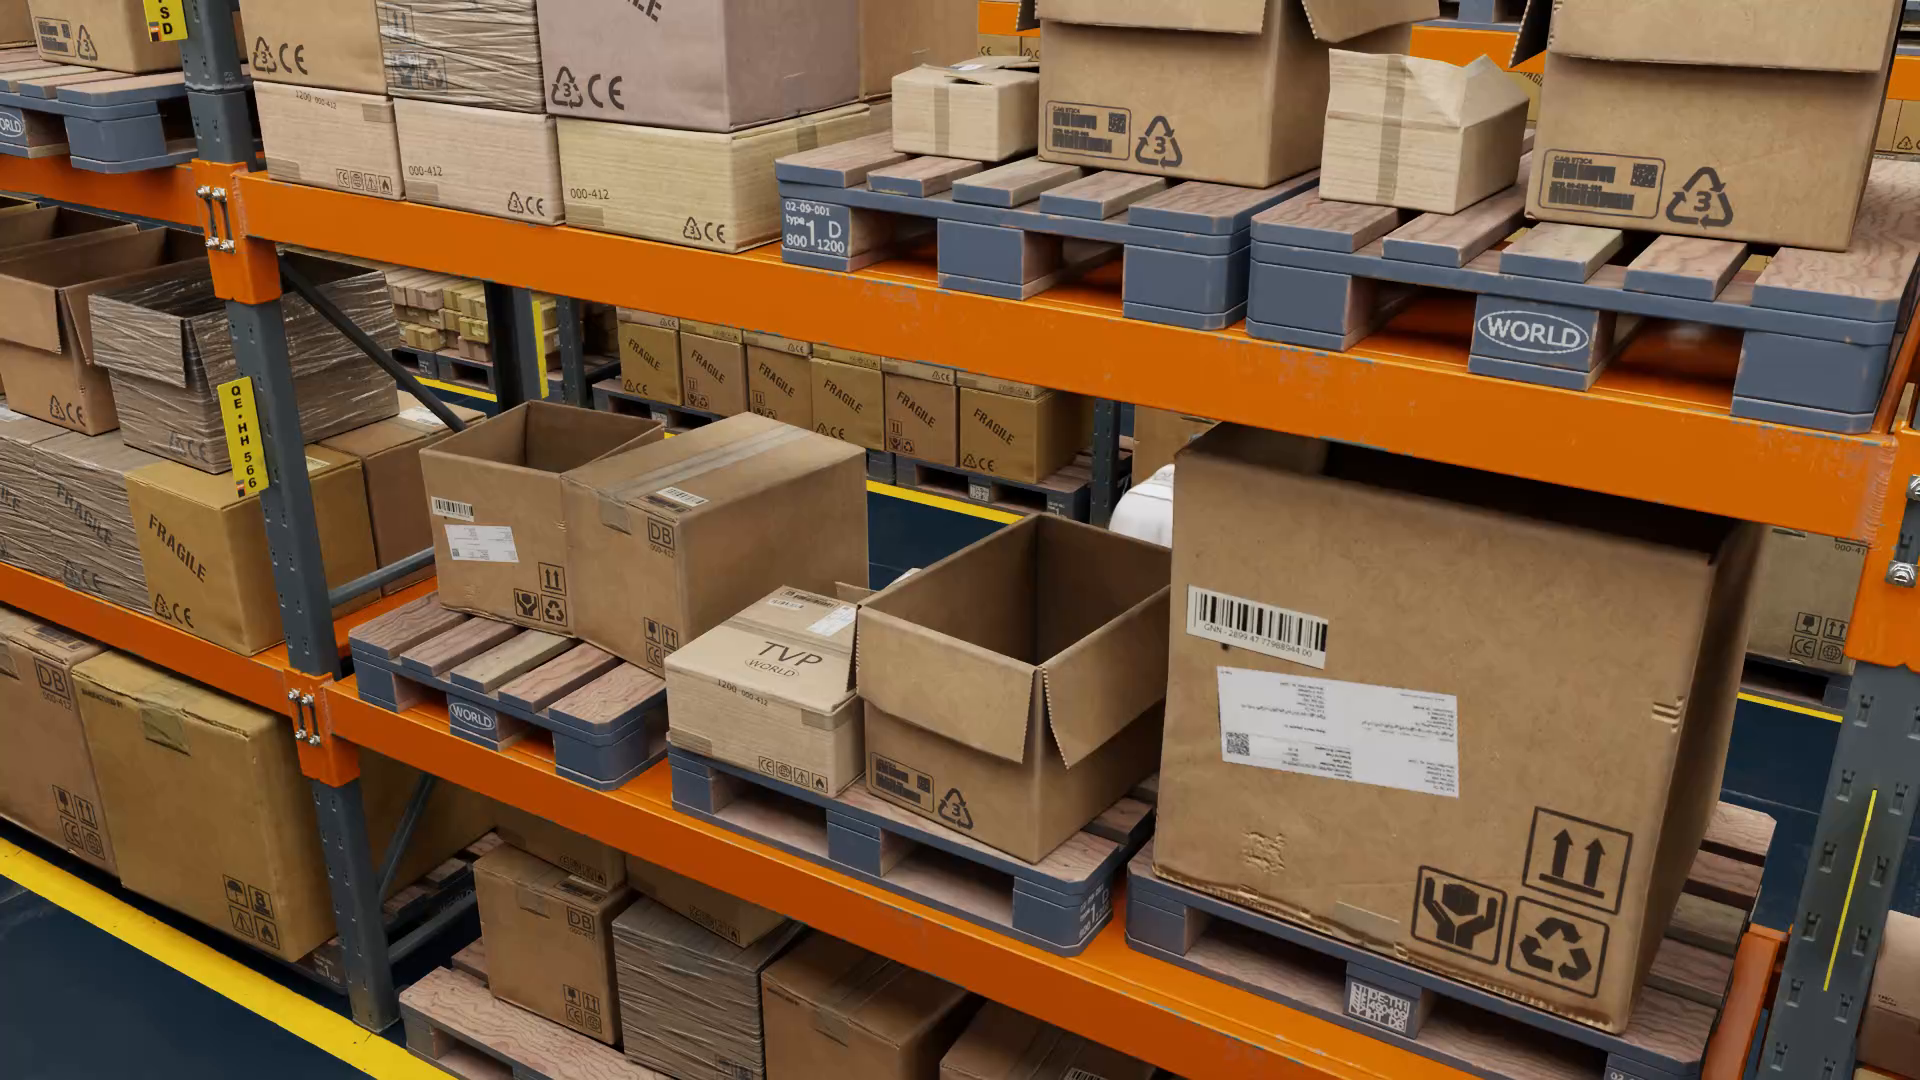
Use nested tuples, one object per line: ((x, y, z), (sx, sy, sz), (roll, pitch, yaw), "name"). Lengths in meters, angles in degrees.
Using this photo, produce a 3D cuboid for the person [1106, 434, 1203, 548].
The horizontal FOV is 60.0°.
((0.967, 0.145, 7.470), (0.415, 1.108, 0.926), (13, 26, 27), "person")
